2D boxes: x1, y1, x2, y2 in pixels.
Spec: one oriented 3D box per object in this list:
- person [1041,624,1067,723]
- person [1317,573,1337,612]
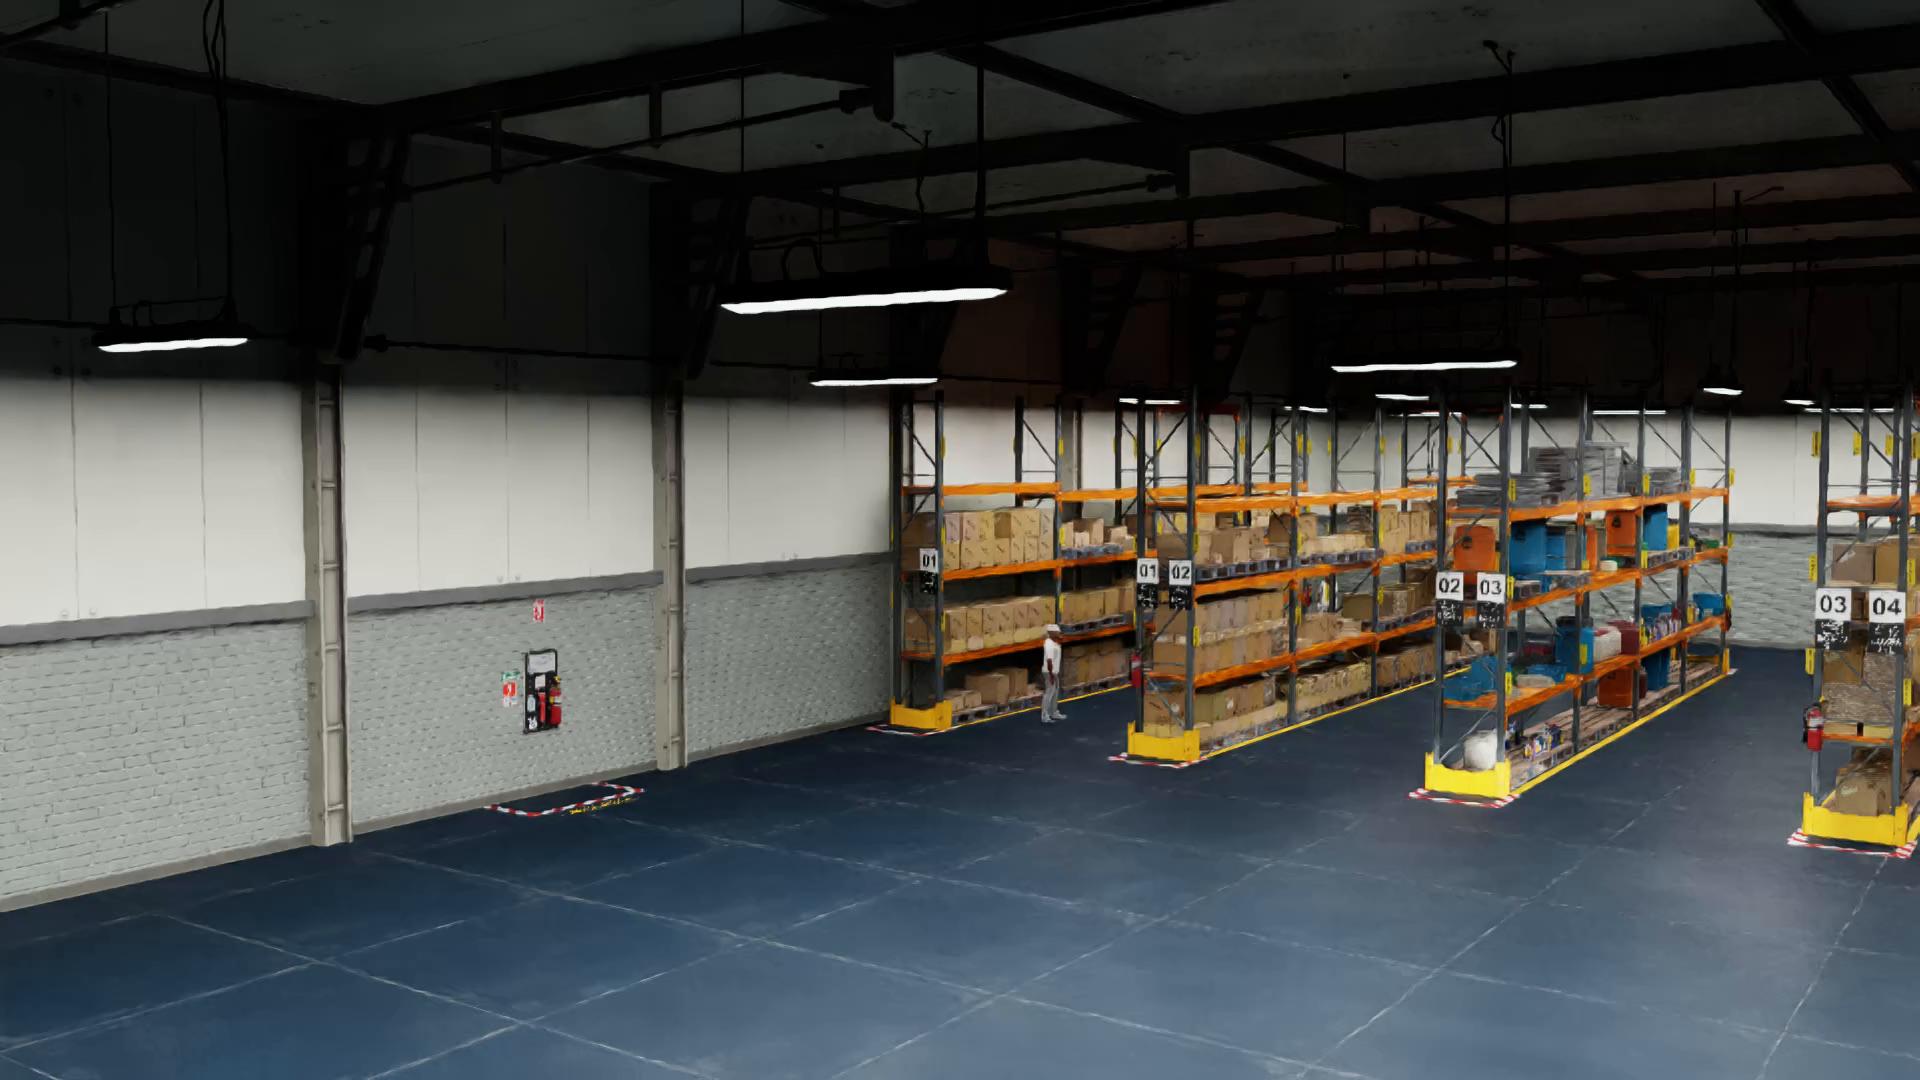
[{"bbox_3d":[1.717,2.399,30.197,0.464,1.772,0.645,0,3,8],"label":"person"},{"bbox_3d":[9.514,1.670,43.485,0.741,1.773,0.522,0,3,-7],"label":"person"}]
